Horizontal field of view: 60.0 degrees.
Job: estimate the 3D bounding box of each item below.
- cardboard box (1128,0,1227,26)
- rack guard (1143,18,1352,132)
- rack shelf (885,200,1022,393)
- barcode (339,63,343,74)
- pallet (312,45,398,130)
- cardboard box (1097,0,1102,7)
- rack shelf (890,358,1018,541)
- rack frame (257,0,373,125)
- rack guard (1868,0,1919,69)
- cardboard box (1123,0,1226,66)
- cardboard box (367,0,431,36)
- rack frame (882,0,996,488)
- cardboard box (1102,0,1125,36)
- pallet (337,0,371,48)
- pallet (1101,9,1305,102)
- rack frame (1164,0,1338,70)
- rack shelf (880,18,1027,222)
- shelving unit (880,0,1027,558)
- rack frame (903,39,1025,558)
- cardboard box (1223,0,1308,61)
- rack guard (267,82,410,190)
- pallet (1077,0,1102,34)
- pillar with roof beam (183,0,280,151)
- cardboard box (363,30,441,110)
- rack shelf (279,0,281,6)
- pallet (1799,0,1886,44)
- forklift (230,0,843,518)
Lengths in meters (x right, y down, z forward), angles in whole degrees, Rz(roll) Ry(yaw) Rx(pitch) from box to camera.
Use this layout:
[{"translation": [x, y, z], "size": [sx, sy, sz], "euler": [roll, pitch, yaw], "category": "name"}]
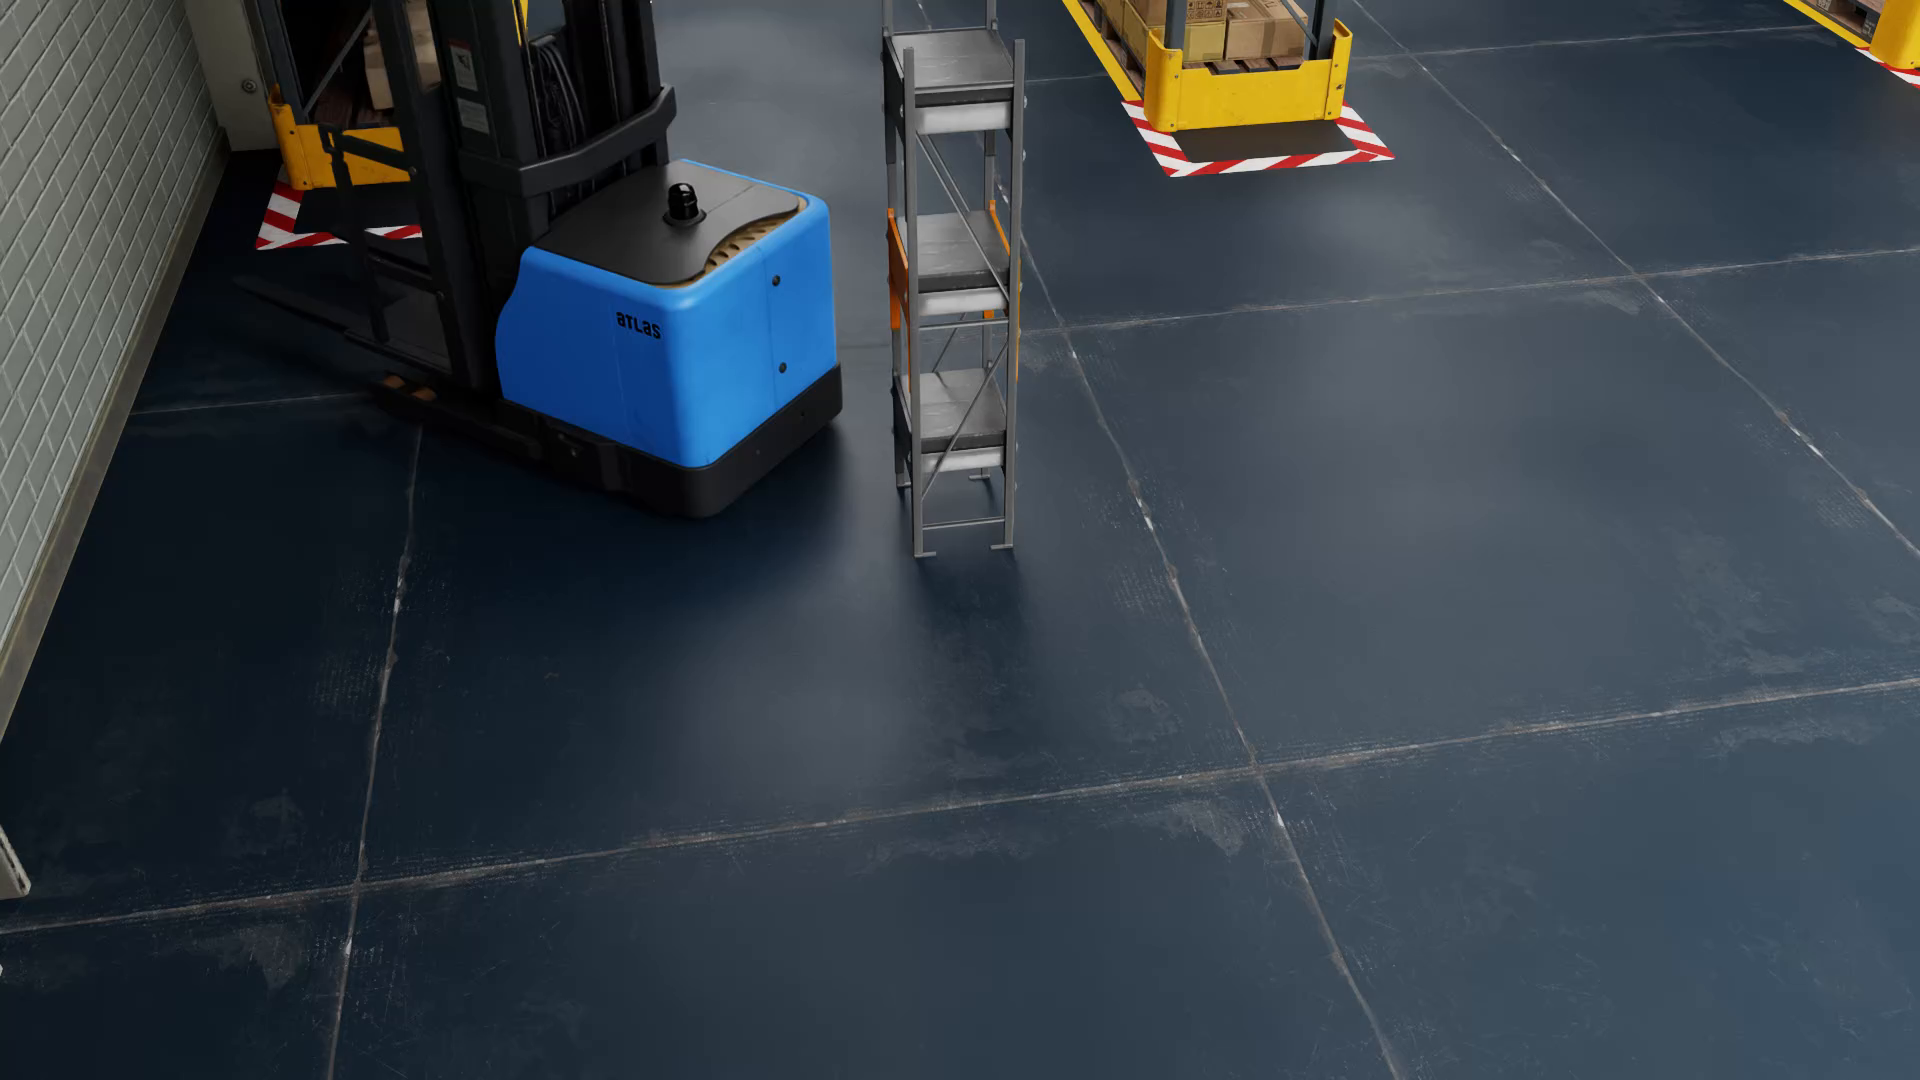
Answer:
[{"translation": [1.315, -3.448, 10.031], "size": [0.500, 0.500, 0.500], "euler": [-6, 38, -8], "category": "cardboard box"}, {"translation": [1.706, -2.778, 9.919], "size": [1.175, 0.500, 0.348], "euler": [-6, 38, -8], "category": "rack guard"}, {"translation": [-0.029, -0.918, 6.243], "size": [0.431, 0.518, 0.480], "euler": [-6, 38, -8], "category": "rack shelf"}, {"translation": [-3.604, -2.756, 9.678], "size": [0.001, 0.075, 0.075], "euler": [-6, 38, -8], "category": "barcode"}, {"translation": [-3.295, -2.684, 10.033], "size": [1.003, 0.211, 1.213], "euler": [-6, 38, -8], "category": "pallet"}, {"translation": [1.128, -3.755, 11.037], "size": [0.500, 0.250, 0.500], "euler": [-6, 38, -8], "category": "cardboard box"}, {"translation": [-0.029, -0.366, 6.672], "size": [0.431, 0.518, 0.480], "euler": [-6, 38, -8], "category": "rack shelf"}, {"translation": [-3.174, -3.245, 8.482], "size": [1.000, 3.000, 0.127], "euler": [-6, 38, -8], "category": "rack frame"}, {"translation": [6.520, -3.364, 10.673], "size": [1.175, 0.500, 0.348], "euler": [-6, 38, -8], "category": "rack guard"}, {"translation": [1.317, -3.152, 10.261], "size": [0.500, 0.250, 0.500], "euler": [-6, 38, -8], "category": "cardboard box"}, {"translation": [-3.307, -3.129, 10.165], "size": [0.500, 0.311, 0.500], "euler": [-3, 38, -4], "category": "cardboard box"}, {"translation": [-0.072, -1.077, 6.424], "size": [0.400, 2.100, 0.015], "euler": [-6, 38, -8], "category": "rack frame"}, {"translation": [1.218, -3.453, 10.648], "size": [0.500, 0.250, 0.500], "euler": [-6, 38, -8], "category": "cardboard box"}, {"translation": [-3.506, -3.420, 10.980], "size": [1.003, 0.211, 1.213], "euler": [-6, 38, -8], "category": "pallet"}, {"translation": [1.527, -3.136, 10.615], "size": [1.003, 0.211, 1.213], "euler": [-6, 38, -8], "category": "pallet"}, {"translation": [1.702, -3.780, 9.171], "size": [1.000, 3.000, 0.127], "euler": [-6, 38, -8], "category": "rack frame"}, {"translation": [-0.029, -1.471, 5.813], "size": [0.431, 0.518, 0.480], "euler": [-6, 38, -8], "category": "rack shelf"}, {"translation": [-0.029, -0.929, 6.235], "size": [0.431, 2.100, 0.503], "euler": [-6, 38, -8], "category": "shelving unit"}, {"translation": [0.014, -0.782, 6.045], "size": [0.400, 2.100, 0.015], "euler": [-6, 38, -8], "category": "rack frame"}, {"translation": [1.827, -3.208, 10.333], "size": [0.500, 0.250, 0.500], "euler": [-6, 38, -8], "category": "cardboard box"}, {"translation": [-3.187, -2.304, 9.308], "size": [1.175, 0.500, 0.348], "euler": [-6, 38, -8], "category": "rack guard"}, {"translation": [1.316, -3.872, 11.561], "size": [1.003, 0.211, 1.213], "euler": [-6, 38, -8], "category": "pallet"}, {"translation": [0.090, -6.407, 7.662], "size": [9.100, 9.000, 0.400], "euler": [-6, 38, -8], "category": "pillar with roof beam"}, {"translation": [-3.207, -2.785, 9.722], "size": [0.500, 0.311, 0.500], "euler": [-10, 39, -13], "category": "cardboard box"}, {"translation": [-3.525, -4.169, 10.258], "size": [1.077, 0.370, 4.000], "euler": [-6, 38, -8], "category": "rack shelf"}, {"translation": [6.383, -3.741, 11.394], "size": [1.003, 0.211, 1.213], "euler": [-6, 38, -8], "category": "pallet"}, {"translation": [-2.047, -1.923, 6.836], "size": [3.031, 2.935, 1.130], "euler": [20, 42, 24], "category": "forklift"}]
